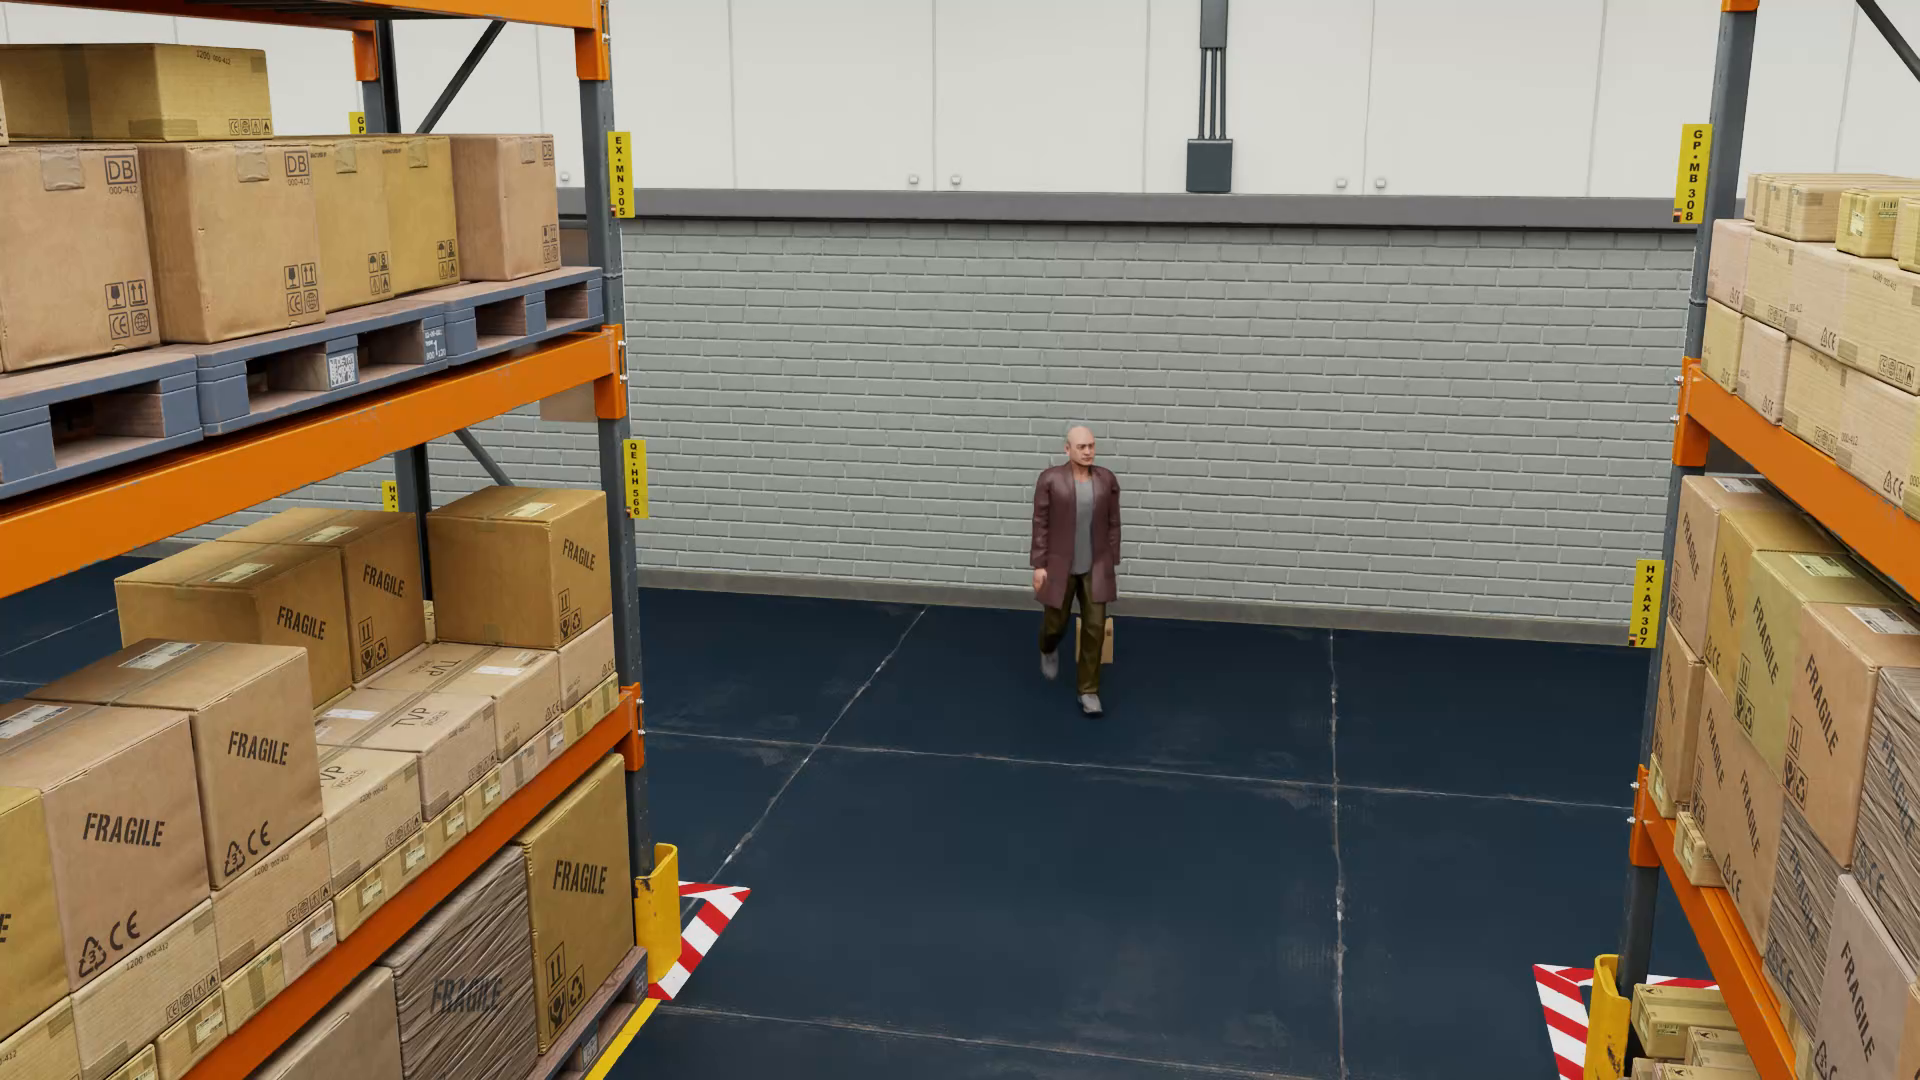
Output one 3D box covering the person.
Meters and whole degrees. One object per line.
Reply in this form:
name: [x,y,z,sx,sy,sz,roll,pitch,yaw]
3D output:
person: [0.717,0.147,10.395,0.585,1.758,0.817,-2,15,-8]
